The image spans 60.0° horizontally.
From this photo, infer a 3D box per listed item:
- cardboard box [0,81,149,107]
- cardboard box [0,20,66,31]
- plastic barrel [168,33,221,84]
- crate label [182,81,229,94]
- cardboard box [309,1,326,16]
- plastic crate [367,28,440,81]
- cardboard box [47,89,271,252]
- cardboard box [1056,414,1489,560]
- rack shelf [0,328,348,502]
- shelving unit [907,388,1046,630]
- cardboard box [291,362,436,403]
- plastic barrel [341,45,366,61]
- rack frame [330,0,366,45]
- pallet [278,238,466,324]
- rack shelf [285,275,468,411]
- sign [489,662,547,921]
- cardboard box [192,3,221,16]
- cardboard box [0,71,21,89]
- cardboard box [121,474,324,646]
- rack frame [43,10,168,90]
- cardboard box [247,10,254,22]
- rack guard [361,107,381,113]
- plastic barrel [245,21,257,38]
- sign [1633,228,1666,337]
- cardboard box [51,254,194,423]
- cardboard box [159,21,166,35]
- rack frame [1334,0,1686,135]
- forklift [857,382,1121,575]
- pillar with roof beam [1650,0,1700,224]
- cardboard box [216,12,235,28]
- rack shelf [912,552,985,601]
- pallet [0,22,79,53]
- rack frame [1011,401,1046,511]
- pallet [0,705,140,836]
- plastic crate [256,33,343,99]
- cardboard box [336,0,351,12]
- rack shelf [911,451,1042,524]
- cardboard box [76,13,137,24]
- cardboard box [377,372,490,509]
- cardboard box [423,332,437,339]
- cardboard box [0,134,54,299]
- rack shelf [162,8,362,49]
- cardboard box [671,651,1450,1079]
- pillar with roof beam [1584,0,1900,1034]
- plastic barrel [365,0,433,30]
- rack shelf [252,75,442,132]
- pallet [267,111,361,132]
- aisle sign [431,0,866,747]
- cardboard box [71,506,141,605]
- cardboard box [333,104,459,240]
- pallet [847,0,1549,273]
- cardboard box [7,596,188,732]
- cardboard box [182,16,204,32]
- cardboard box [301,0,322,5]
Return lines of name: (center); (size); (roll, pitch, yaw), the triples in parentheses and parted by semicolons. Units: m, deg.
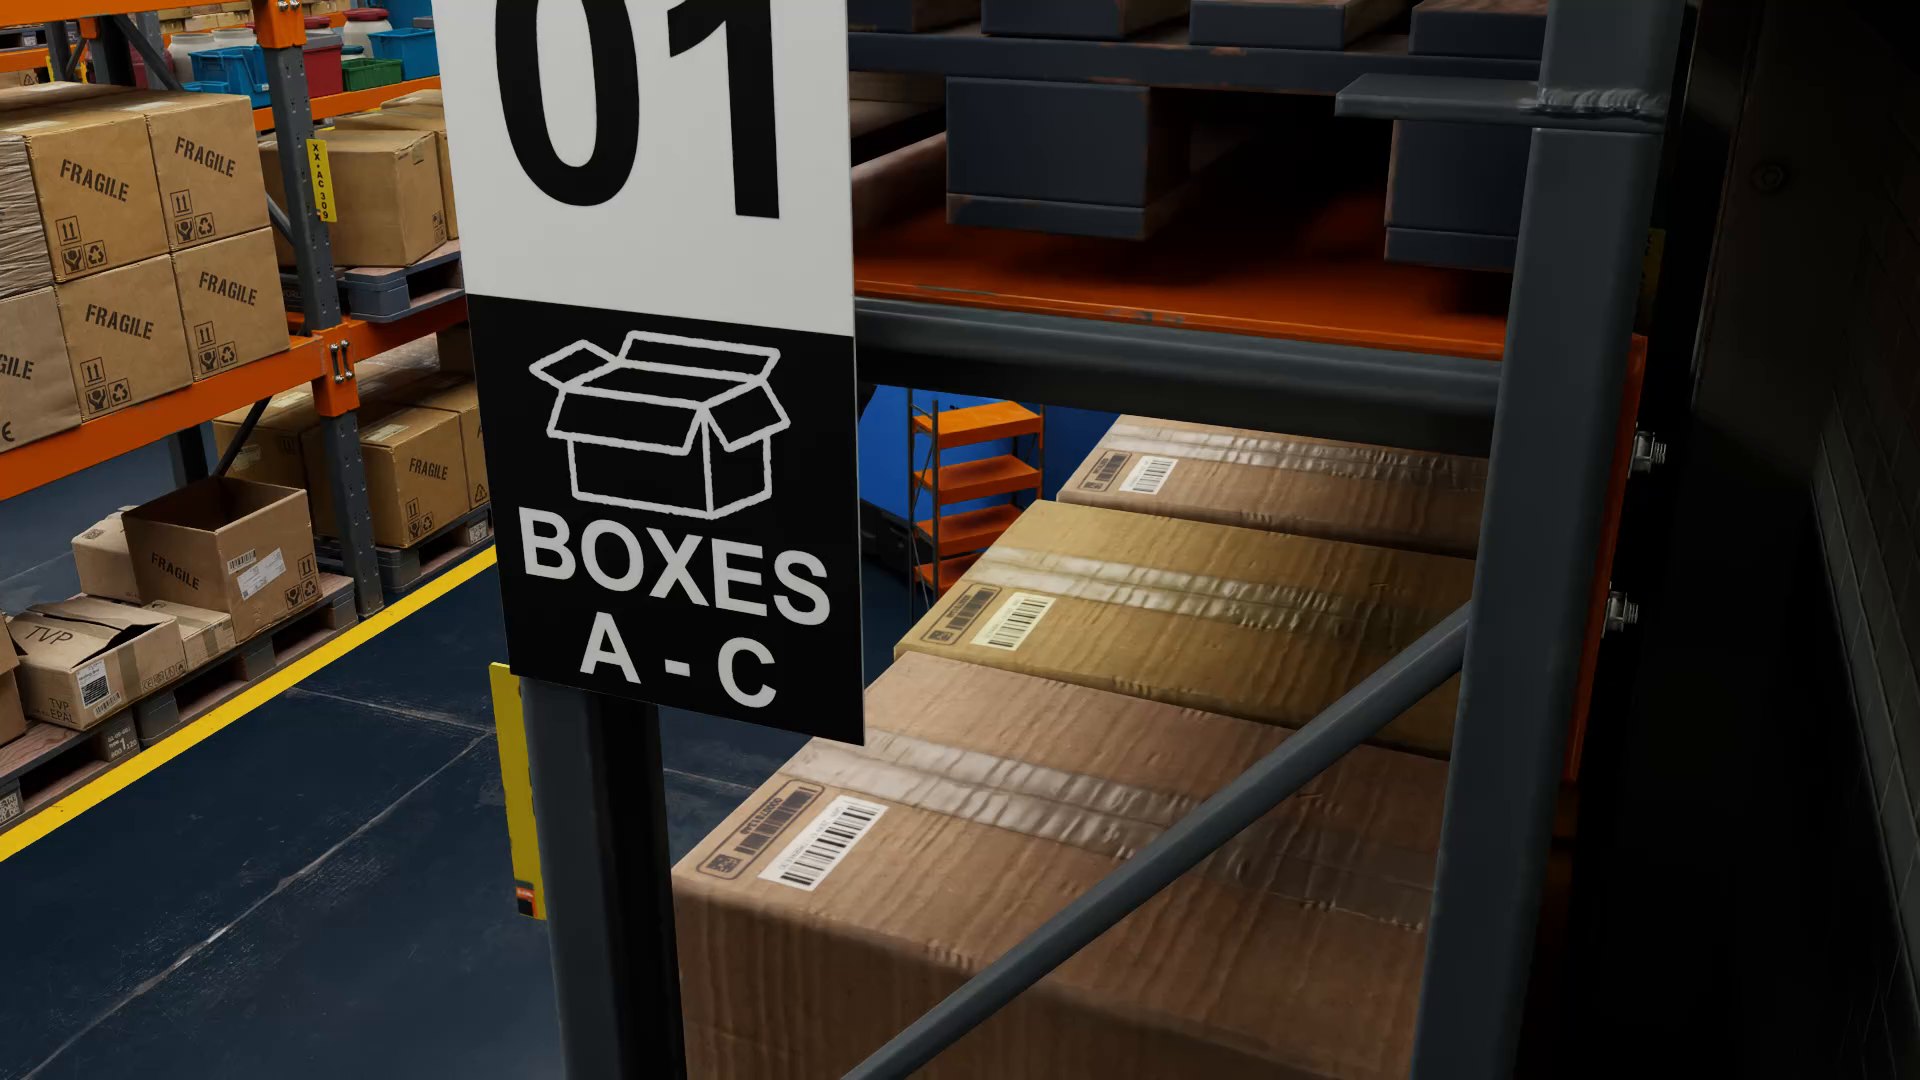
cardboard box: (-3.517, -1.502, 6.526); (0.500, 0.500, 0.500); (9, 24, 21)
cardboard box: (-9.731, -5.611, 16.469); (1.000, 1.000, 1.000); (9, 24, 20)
plastic barrel: (-6.009, -3.715, 13.106); (0.421, 0.512, 0.421); (0, 23, 0)
crate label: (-5.688, -3.284, 12.438); (0.303, 0.233, 0.416); (9, 24, 20)
cardboard box: (-7.872, -6.403, 20.012); (0.380, 0.149, 0.250); (9, 24, 20)
plastic crate: (-4.828, -4.249, 14.552); (0.392, 0.384, 0.575); (9, 24, 20)
cardboard box: (-3.028, -1.412, 6.311); (0.500, 0.500, 0.500); (9, 24, 20)
cardboard box: (0.766, 0.161, 3.584); (0.980, 0.700, 0.700); (8, 24, 17)
rack shelf: (-3.824, -0.075, 5.471); (1.077, 0.370, 4.000); (9, 24, 20)
shelving unit: (0.066, -0.075, 6.871); (0.503, 1.200, 0.258); (-12, 26, -26)
cardboard box: (-2.972, -0.565, 8.384); (0.500, 0.500, 0.500); (9, 24, 20)
plastic barrel: (-5.341, -4.180, 14.545); (0.301, 0.262, 0.301); (0, 23, 0)
rack frame: (-7.820, -6.836, 20.725); (1.000, 3.000, 0.127); (9, 24, 20)
pallet: (-2.683, -1.304, 7.730); (1.003, 0.211, 1.213); (9, 24, 20)
rack shelf: (-2.338, -1.506, 8.897); (1.077, 0.370, 4.000); (9, 24, 20)
sign: (-0.465, 0.291, 1.853); (0.100, 0.325, 0.005); (9, 24, 20)
cardboard box: (-8.770, -6.108, 18.465); (0.875, 0.500, 0.500); (9, 24, 20)
cardboard box: (-12.903, -6.229, 21.482); (0.875, 0.875, 0.875); (8, 24, 19)
cardboard box: (-3.029, 0.072, 6.857); (0.500, 0.500, 0.500); (9, 24, 20)
rack frame: (-6.193, -3.264, 12.173); (1.000, 3.000, 0.127); (9, 24, 20)
cardboard box: (-8.194, -6.037, 19.137); (0.380, 0.149, 0.250); (9, 24, 20)
rack guard: (-7.848, -5.656, 21.141); (1.175, 0.500, 0.348); (9, 24, 20)
plastic barrel: (-5.699, -4.030, 13.830); (0.433, 0.535, 0.433); (0, 23, 0)
sign: (2.035, -0.772, 4.980); (0.100, 0.325, 0.005); (9, 24, 20)
cardboard box: (-3.219, -0.768, 6.068); (0.500, 0.500, 0.500); (9, 24, 22)
cardboard box: (-8.774, -5.504, 17.861); (0.380, 0.149, 0.250); (9, 24, 20)
rack frame: (0.034, -1.751, 0.768); (1.000, 3.000, 0.127); (9, 24, 20)
forklift: (-0.396, -1.538, 8.130); (1.130, 2.935, 3.031); (-18, 28, -36)
pillar with roof beam: (2.523, -7.719, 15.054); (9.100, 9.000, 0.400); (9, 24, 20)
cardboard box: (-8.402, -5.862, 18.717); (0.380, 0.149, 0.250); (9, 24, 20)
rack shelf: (0.065, 0.170, 6.974); (0.480, 0.148, 0.258); (-12, 26, -26)
pallet: (-9.725, -5.064, 16.730); (1.003, 0.211, 1.213); (9, 24, 20)
rack frame: (0.281, -0.119, 6.977); (0.015, 1.200, 0.240); (-12, 26, -26)
pallet: (-3.789, 0.848, 5.946); (1.003, 0.211, 1.213); (9, 24, 20)
plastic crate: (-5.308, -3.828, 13.440); (0.402, 0.464, 0.583); (9, 24, 20)
cardboard box: (-7.734, -6.589, 20.458); (0.380, 0.149, 0.250); (9, 24, 20)
rack shelf: (0.066, -0.219, 6.810); (0.480, 0.148, 0.258); (-12, 26, -26)
cardboard box: (-9.081, -5.740, 17.585); (0.875, 0.500, 0.500); (9, 24, 20)
cardboard box: (-2.487, -0.503, 8.234); (0.500, 0.500, 0.500); (9, 24, 21)
cardboard box: (-2.599, -0.927, 9.250); (0.500, 0.500, 0.500); (8, 24, 18)
cardboard box: (-3.404, -1.048, 5.440); (0.500, 0.500, 0.500); (9, 24, 20)
rack shelf: (-8.563, -5.789, 19.150); (1.077, 0.370, 4.000); (9, 24, 20)
cardboard box: (0.214, 0.695, 2.306); (0.980, 0.700, 0.700); (10, 25, 22)
pillar with roof beam: (-1.934, -3.425, 4.774); (9.100, 9.000, 0.400); (9, 24, 20)
plastic barrel: (-5.132, -4.832, 15.276); (0.600, 0.901, 0.708); (9, 24, 20)
rack shelf: (-5.450, -3.648, 14.025); (1.077, 0.370, 4.000); (9, 24, 20)
pallet: (-8.183, -5.237, 20.513); (1.003, 0.211, 1.213); (9, 24, 20)
aisle sign: (-0.271, -0.200, 1.464); (0.394, 0.787, 0.004); (9, 24, 20)
cardboard box: (-3.438, 0.034, 7.193); (0.500, 0.311, 0.500); (9, 24, 20)
cardboard box: (-2.501, -1.755, 7.885); (0.700, 0.500, 0.500); (13, 26, 28)
pallet: (0.300, -0.593, 2.002); (1.003, 0.211, 1.213); (9, 24, 20)
cardboard box: (-3.308, 0.428, 6.251); (0.500, 0.311, 0.500); (9, 24, 20)
cardboard box: (-8.559, -5.678, 18.278); (0.380, 0.149, 0.250); (9, 24, 20)
cardboard box: (-8.124, -6.631, 19.717); (0.875, 0.500, 0.500); (9, 24, 20)
